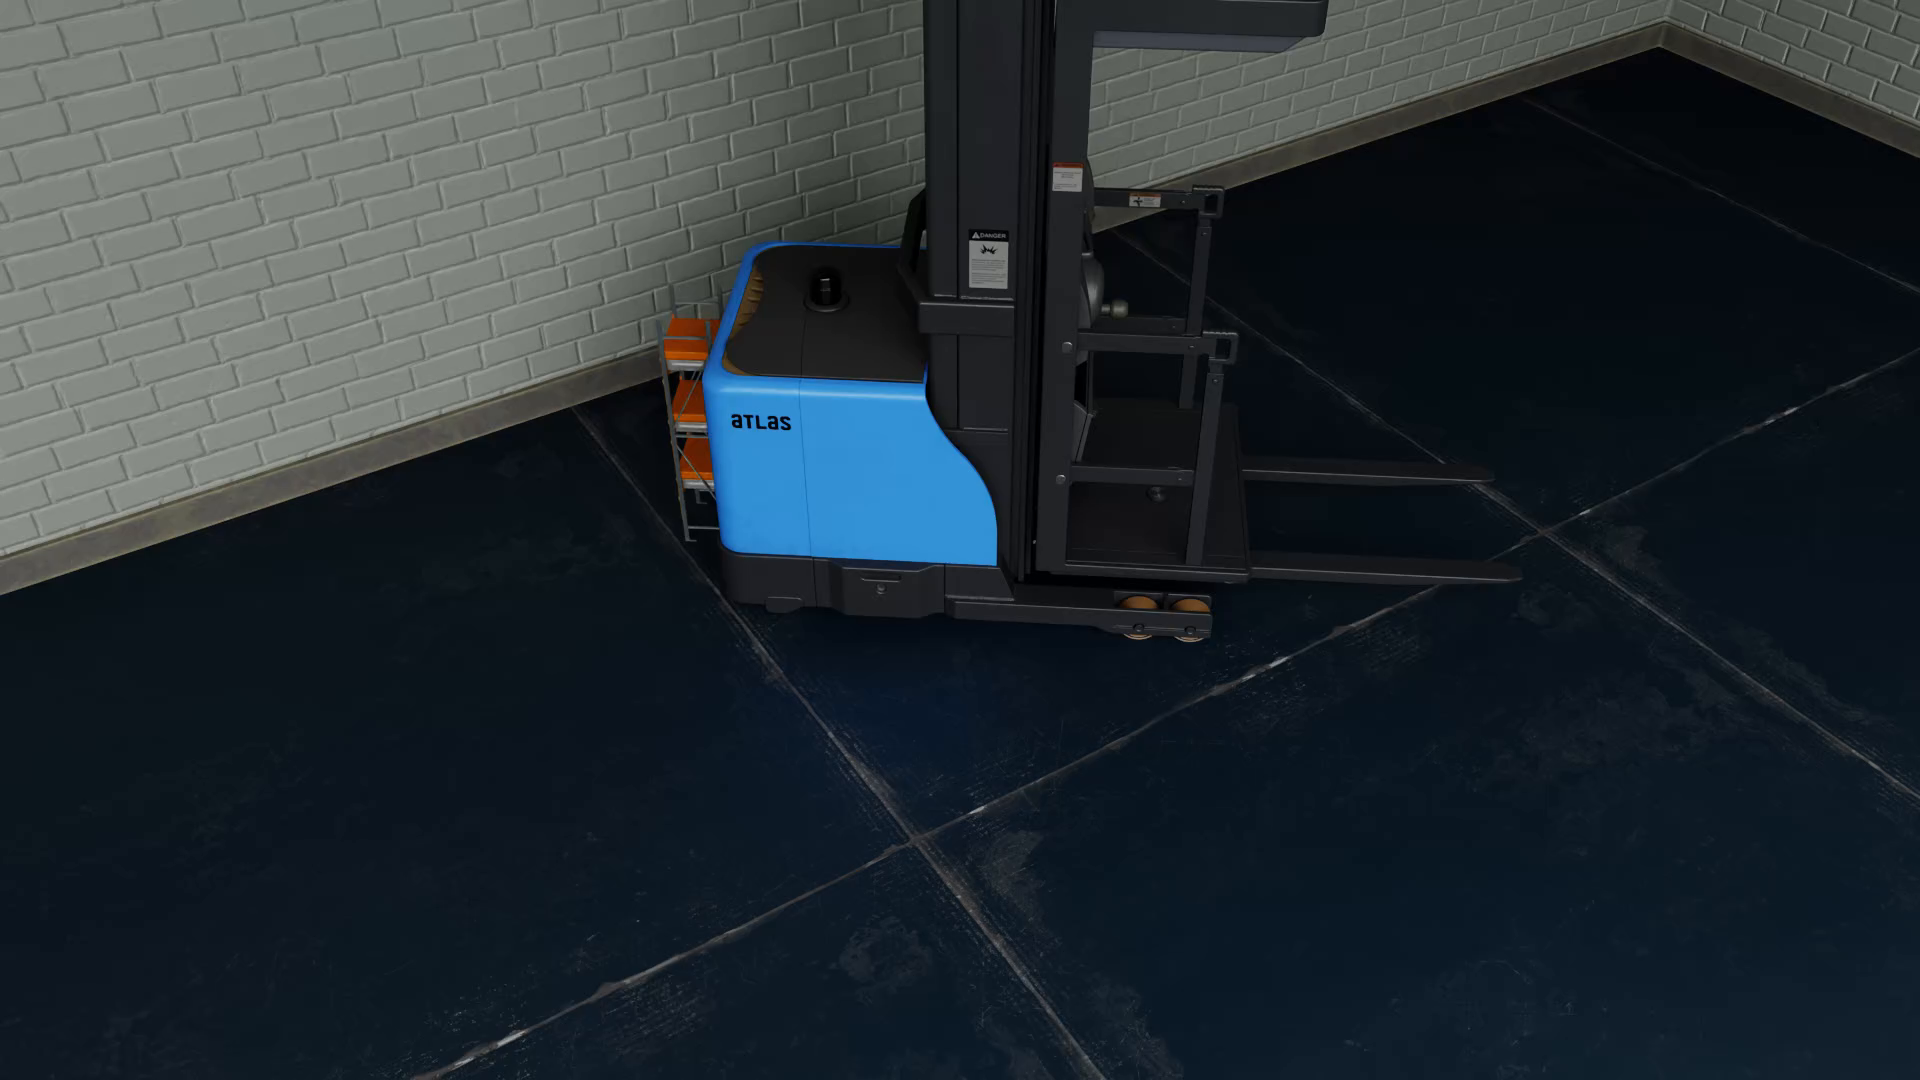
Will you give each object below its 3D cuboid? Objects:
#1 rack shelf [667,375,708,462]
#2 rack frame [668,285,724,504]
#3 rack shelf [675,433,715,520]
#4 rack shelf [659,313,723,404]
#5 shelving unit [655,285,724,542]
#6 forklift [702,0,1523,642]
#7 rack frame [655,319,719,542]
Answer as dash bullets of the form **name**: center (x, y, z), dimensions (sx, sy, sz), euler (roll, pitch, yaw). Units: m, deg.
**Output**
- **rack shelf**: center (-1.005, -0.466, 6.506), dimensions (0.215, 0.259, 0.240), euler (2, 40, 3)
- **rack frame**: center (-0.998, -0.553, 6.593), dimensions (0.200, 1.050, 0.008), euler (2, 40, 3)
- **rack shelf**: center (-1.005, -0.253, 6.684), dimensions (0.215, 0.259, 0.240), euler (2, 40, 3)
- **rack shelf**: center (-1.005, -0.684, 6.325), dimensions (0.215, 0.259, 0.240), euler (2, 40, 3)
- **shelving unit**: center (-1.005, -0.475, 6.499), dimensions (0.215, 1.050, 0.252), euler (2, 40, 3)
- **forklift**: center (0.626, -1.096, 5.775), dimensions (3.031, 2.935, 1.130), euler (3, 40, 3)
- **rack frame**: center (-1.013, -0.397, 6.406), dimensions (0.200, 1.050, 0.008), euler (2, 40, 3)
